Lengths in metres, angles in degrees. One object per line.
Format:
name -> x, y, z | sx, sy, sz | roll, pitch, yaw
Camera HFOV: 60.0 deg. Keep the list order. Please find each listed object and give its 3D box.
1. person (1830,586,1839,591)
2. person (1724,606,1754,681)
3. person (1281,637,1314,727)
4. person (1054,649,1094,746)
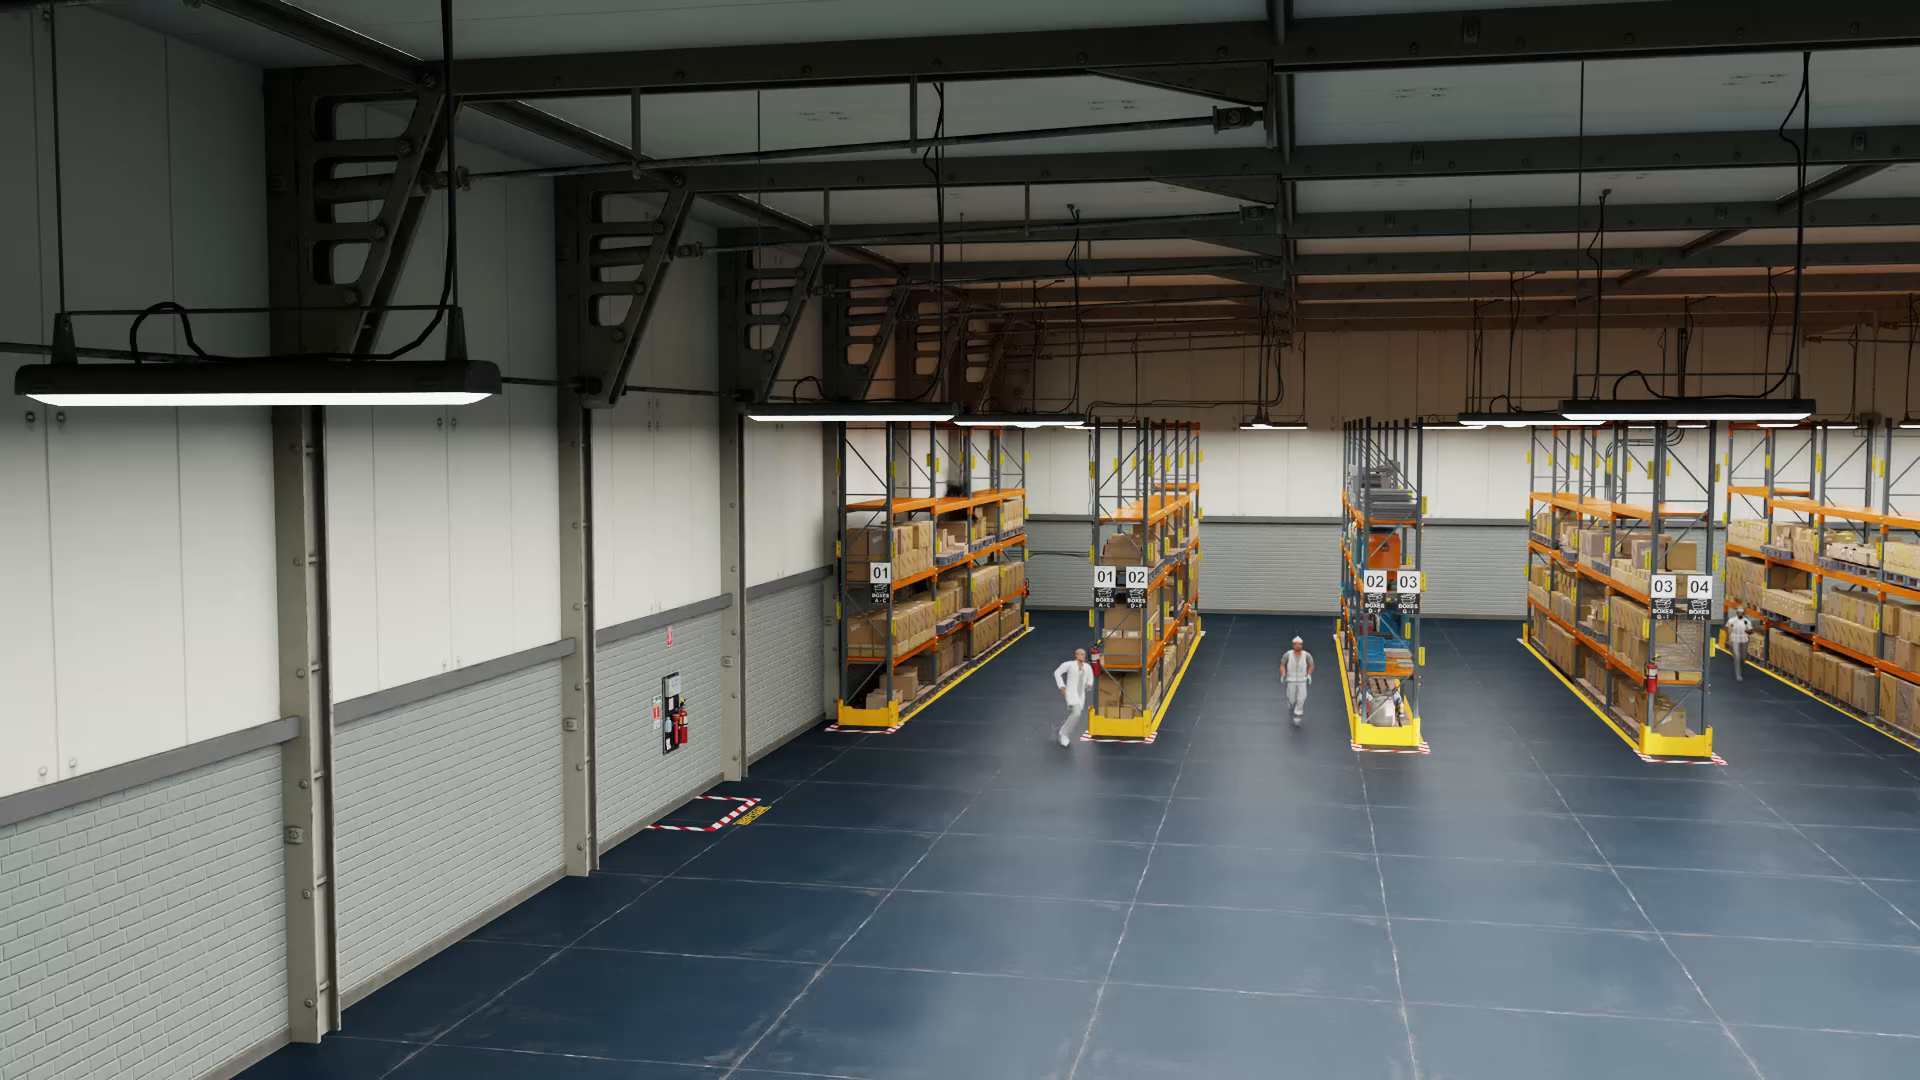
person -> 23.579, 2.025, 44.842 | 0.735, 1.555, 0.562 | 1, 4, 19
person -> 18.018, 2.362, 38.438 | 0.576, 1.686, 0.939 | 1, 4, 11
person -> 6.591, 2.749, 32.498 | 0.646, 1.738, 0.711 | 1, 4, 10
person -> 2.146, 2.877, 30.536 | 0.706, 1.747, 0.673 | -2, 4, -31
